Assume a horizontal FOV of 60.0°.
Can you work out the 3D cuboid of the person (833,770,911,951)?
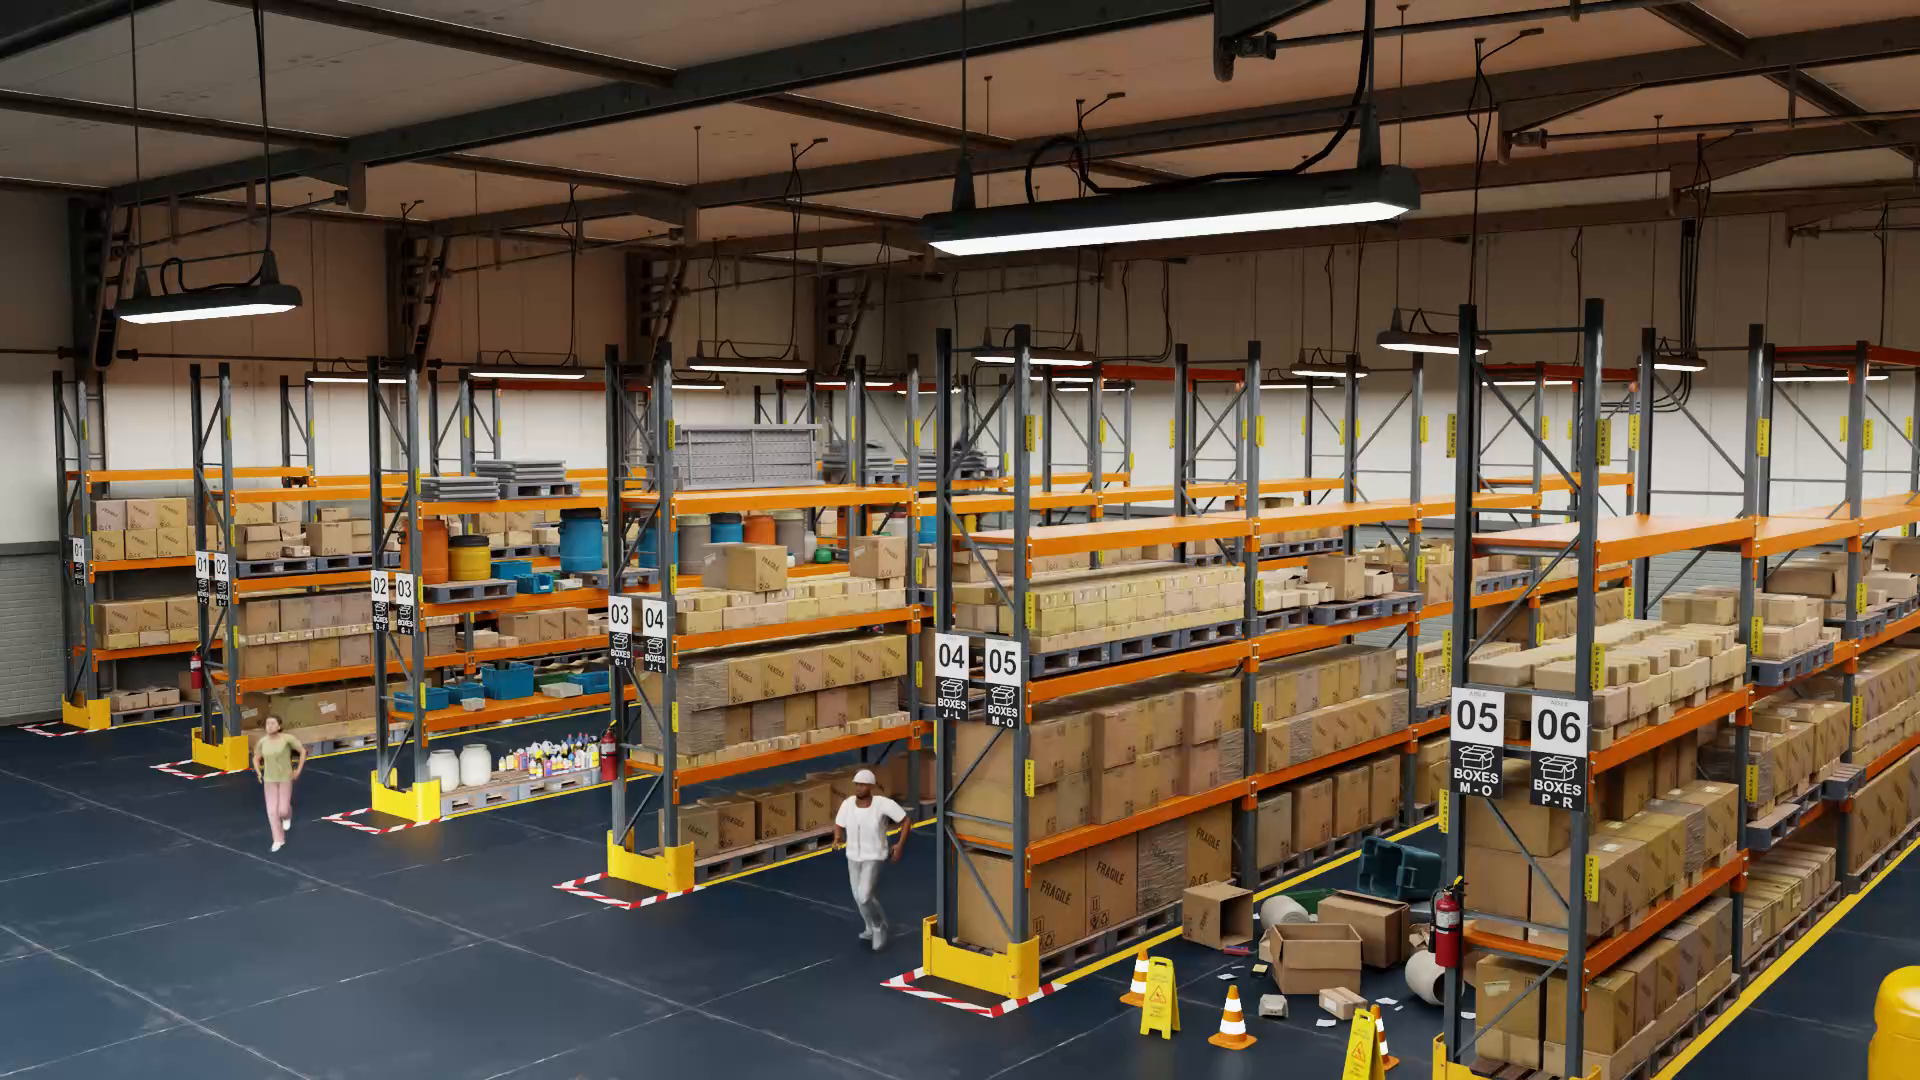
[{"bbox_3d":[-0.918,3.127,16.225,0.734,1.781,0.684,2,5,28],"label":"person"}]

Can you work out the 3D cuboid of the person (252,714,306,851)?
[{"bbox_3d":[-8.236,2.909,20.130,0.596,1.647,0.627,0,4,-7],"label":"person"}]
